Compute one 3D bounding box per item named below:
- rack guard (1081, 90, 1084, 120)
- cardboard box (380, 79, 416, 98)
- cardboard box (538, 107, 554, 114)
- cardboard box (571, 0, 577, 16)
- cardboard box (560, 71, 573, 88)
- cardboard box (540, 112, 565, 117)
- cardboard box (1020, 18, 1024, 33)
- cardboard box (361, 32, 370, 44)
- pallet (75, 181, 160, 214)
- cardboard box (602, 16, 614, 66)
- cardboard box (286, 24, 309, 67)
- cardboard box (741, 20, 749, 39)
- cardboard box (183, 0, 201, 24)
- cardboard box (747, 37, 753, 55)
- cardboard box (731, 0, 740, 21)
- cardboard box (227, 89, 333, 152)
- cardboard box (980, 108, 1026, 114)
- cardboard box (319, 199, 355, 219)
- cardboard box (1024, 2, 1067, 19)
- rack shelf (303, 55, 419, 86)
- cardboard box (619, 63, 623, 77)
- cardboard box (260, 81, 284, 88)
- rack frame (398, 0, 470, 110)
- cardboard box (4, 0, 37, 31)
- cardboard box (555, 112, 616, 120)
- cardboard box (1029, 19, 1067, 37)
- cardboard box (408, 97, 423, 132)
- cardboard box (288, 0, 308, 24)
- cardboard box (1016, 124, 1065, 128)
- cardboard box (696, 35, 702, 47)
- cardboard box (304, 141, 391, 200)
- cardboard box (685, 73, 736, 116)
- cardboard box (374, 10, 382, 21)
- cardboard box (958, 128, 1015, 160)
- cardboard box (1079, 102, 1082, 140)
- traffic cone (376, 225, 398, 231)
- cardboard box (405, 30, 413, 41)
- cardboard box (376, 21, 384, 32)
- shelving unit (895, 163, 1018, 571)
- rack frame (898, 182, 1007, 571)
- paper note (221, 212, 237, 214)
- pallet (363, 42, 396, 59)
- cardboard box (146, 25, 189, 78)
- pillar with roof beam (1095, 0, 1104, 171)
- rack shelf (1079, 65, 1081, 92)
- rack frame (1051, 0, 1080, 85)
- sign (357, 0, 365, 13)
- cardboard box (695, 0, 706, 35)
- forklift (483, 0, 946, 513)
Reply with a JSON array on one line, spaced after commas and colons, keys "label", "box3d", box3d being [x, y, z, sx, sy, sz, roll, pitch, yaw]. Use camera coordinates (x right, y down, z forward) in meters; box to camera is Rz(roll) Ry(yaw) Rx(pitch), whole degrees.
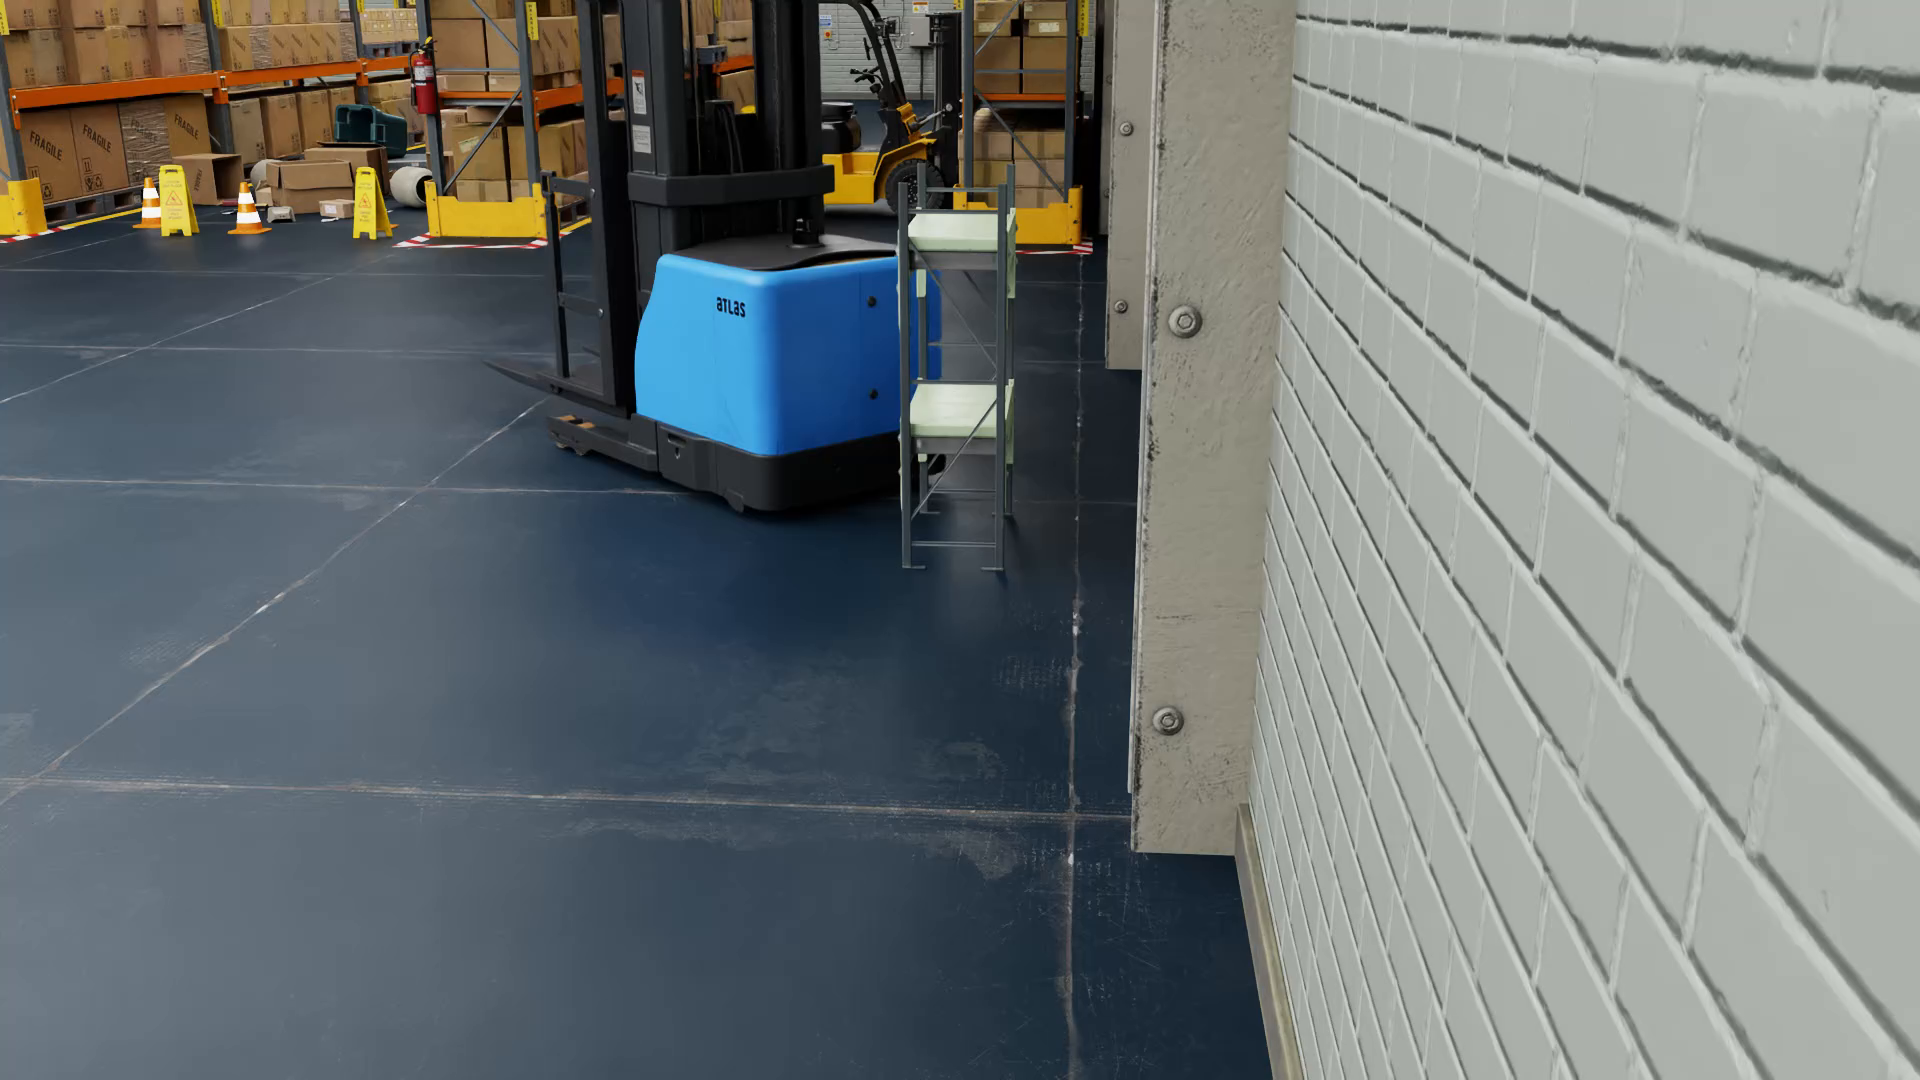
[{"label": "rack guard", "box3d": [1.675, -7.947, 30.373, 1.175, 0.500, 0.348, 1, 18, 4]}, {"label": "cardboard box", "box3d": [-8.413, -6.750, 24.842, 0.500, 0.250, 0.500, 1, 18, 4]}, {"label": "cardboard box", "box3d": [-4.563, -4.640, 17.763, 0.380, 0.149, 0.250, 2, 18, 7]}, {"label": "cardboard box", "box3d": [-4.437, -5.915, 17.913, 0.700, 0.500, 0.500, 1, 18, 4]}, {"label": "cardboard box", "box3d": [-4.019, -4.517, 16.295, 0.380, 0.149, 0.250, 2, 18, 5]}, {"label": "cardboard box", "box3d": [-4.508, -4.285, 17.722, 0.500, 0.500, 0.500, 2, 18, 7]}, {"label": "cardboard box", "box3d": [0.454, -5.133, 16.569, 0.380, 0.149, 0.250, 1, 18, 4]}, {"label": "cardboard box", "box3d": [-8.555, -7.077, 23.433, 0.380, 0.149, 0.250, 1, 18, 3]}, {"label": "pallet", "box3d": [-9.293, -3.681, 17.817, 1.003, 0.211, 1.213, 1, 18, 4]}, {"label": "cardboard box", "box3d": [-3.977, -5.265, 17.535, 0.500, 0.500, 0.500, 2, 18, 5]}, {"label": "cardboard box", "box3d": [-8.659, -6.295, 21.155, 0.500, 0.500, 0.500, 2, 18, 5]}, {"label": "cardboard box", "box3d": [-3.426, -7.574, 24.657, 0.500, 0.250, 0.500, 2, 18, 5]}, {"label": "cardboard box", "box3d": [-9.136, -6.091, 18.718, 0.875, 0.550, 0.550, 1, 18, 4]}, {"label": "cardboard box", "box3d": [-3.431, -7.495, 25.220, 0.500, 0.250, 0.500, 1, 18, 2]}, {"label": "cardboard box", "box3d": [-3.486, -7.768, 24.047, 0.500, 0.500, 0.500, 2, 18, 5]}, {"label": "cardboard box", "box3d": [-8.981, -5.534, 21.934, 1.050, 0.750, 0.750, 2, 18, 5]}, {"label": "cardboard box", "box3d": [0.473, -4.656, 18.451, 0.500, 0.250, 0.500, 1, 18, 3]}, {"label": "cardboard box", "box3d": [-6.338, -3.396, 17.048, 0.380, 0.149, 0.250, 12, 22, 32]}, {"label": "cardboard box", "box3d": [0.771, -4.786, 15.031, 0.380, 0.149, 0.250, 1, 18, 3]}, {"label": "rack shelf", "box3d": [-8.645, -7.142, 25.056, 1.077, 0.370, 4.000, 1, 18, 4]}, {"label": "cardboard box", "box3d": [-3.861, -5.237, 18.493, 0.380, 0.149, 0.250, 2, 18, 5]}, {"label": "cardboard box", "box3d": [-13.121, -8.478, 30.718, 0.875, 0.875, 0.875, 1, 18, 4]}, {"label": "rack frame", "box3d": [-8.502, -8.105, 26.840, 1.000, 3.000, 0.127, 1, 18, 4]}, {"label": "cardboard box", "box3d": [-9.297, -5.077, 15.624, 0.875, 0.550, 0.550, 1, 18, 4]}, {"label": "cardboard box", "box3d": [-3.976, -4.284, 17.717, 0.500, 0.500, 0.500, 2, 18, 7]}, {"label": "cardboard box", "box3d": [0.817, -4.644, 15.077, 0.380, 0.149, 0.250, 1, 18, 3]}, {"label": "cardboard box", "box3d": [-8.419, -6.404, 24.989, 0.500, 0.500, 0.500, 1, 18, 3]}, {"label": "cardboard box", "box3d": [-8.900, -6.929, 21.487, 0.700, 0.500, 0.500, 1, 18, 3]}, {"label": "cardboard box", "box3d": [0.789, -3.857, 16.014, 0.500, 0.250, 0.500, 1, 18, 4]}, {"label": "cardboard box", "box3d": [-3.579, -6.514, 21.715, 0.380, 0.149, 0.250, 0, 18, 1]}, {"label": "cardboard box", "box3d": [-6.758, -4.070, 18.316, 0.797, 0.637, 0.503, 1, 18, 4]}, {"label": "cardboard box", "box3d": [-3.712, -6.186, 23.722, 0.875, 0.875, 0.875, 1, 18, 3]}, {"label": "cardboard box", "box3d": [-8.524, -7.524, 23.842, 0.380, 0.149, 0.250, 1, 18, 4]}, {"label": "cardboard box", "box3d": [0.256, -3.707, 15.555, 0.500, 0.250, 0.500, 2, 18, 6]}, {"label": "cardboard box", "box3d": [1.472, -5.962, 23.641, 0.500, 0.500, 0.500, 1, 18, 4]}, {"label": "traffic cone", "box3d": [-5.673, -3.255, 16.115, 0.336, 0.463, 0.334, 1, 18, 4]}, {"label": "cardboard box", "box3d": [-8.442, -7.570, 24.936, 0.380, 0.149, 0.250, 1, 18, 2]}, {"label": "cardboard box", "box3d": [-8.520, -7.397, 23.931, 0.380, 0.149, 0.250, 1, 18, 2]}, {"label": "shelving unit", "box3d": [0.000, -0.711, 6.683, 0.431, 1.500, 0.755, 1, 18, 4]}, {"label": "rack frame", "box3d": [-0.027, -0.597, 6.336, 0.400, 1.500, 0.023, 1, 18, 4]}, {"label": "paper note", "box3d": [-7.559, -3.402, 17.260, 0.144, 0.017, 0.142, 8, 20, 23]}, {"label": "pallet", "box3d": [-8.844, -6.995, 23.761, 1.213, 0.211, 1.003, 1, 18, 4]}, {"label": "cardboard box", "box3d": [-9.107, -5.405, 18.361, 0.875, 0.550, 0.550, 1, 18, 4]}, {"label": "pillar with roof beam", "box3d": [-2.381, -9.196, 20.535, 9.100, 9.000, 0.400, 1, 18, 4]}, {"label": "rack shelf", "box3d": [0.964, -5.711, 20.689, 1.077, 0.370, 4.000, 1, 18, 4]}, {"label": "rack frame", "box3d": [1.681, -9.158, 30.055, 1.000, 3.000, 0.127, 1, 18, 4]}, {"label": "sign", "box3d": [-8.235, -7.401, 22.834, 0.100, 0.325, 0.005, 1, 18, 4]}, {"label": "cardboard box", "box3d": [-3.626, -6.864, 21.739, 0.500, 0.500, 0.500, 1, 18, 3]}, {"label": "forklift", "box3d": [-1.414, -1.896, 8.003, 1.130, 2.935, 3.031, -15, 24, -39]}]
